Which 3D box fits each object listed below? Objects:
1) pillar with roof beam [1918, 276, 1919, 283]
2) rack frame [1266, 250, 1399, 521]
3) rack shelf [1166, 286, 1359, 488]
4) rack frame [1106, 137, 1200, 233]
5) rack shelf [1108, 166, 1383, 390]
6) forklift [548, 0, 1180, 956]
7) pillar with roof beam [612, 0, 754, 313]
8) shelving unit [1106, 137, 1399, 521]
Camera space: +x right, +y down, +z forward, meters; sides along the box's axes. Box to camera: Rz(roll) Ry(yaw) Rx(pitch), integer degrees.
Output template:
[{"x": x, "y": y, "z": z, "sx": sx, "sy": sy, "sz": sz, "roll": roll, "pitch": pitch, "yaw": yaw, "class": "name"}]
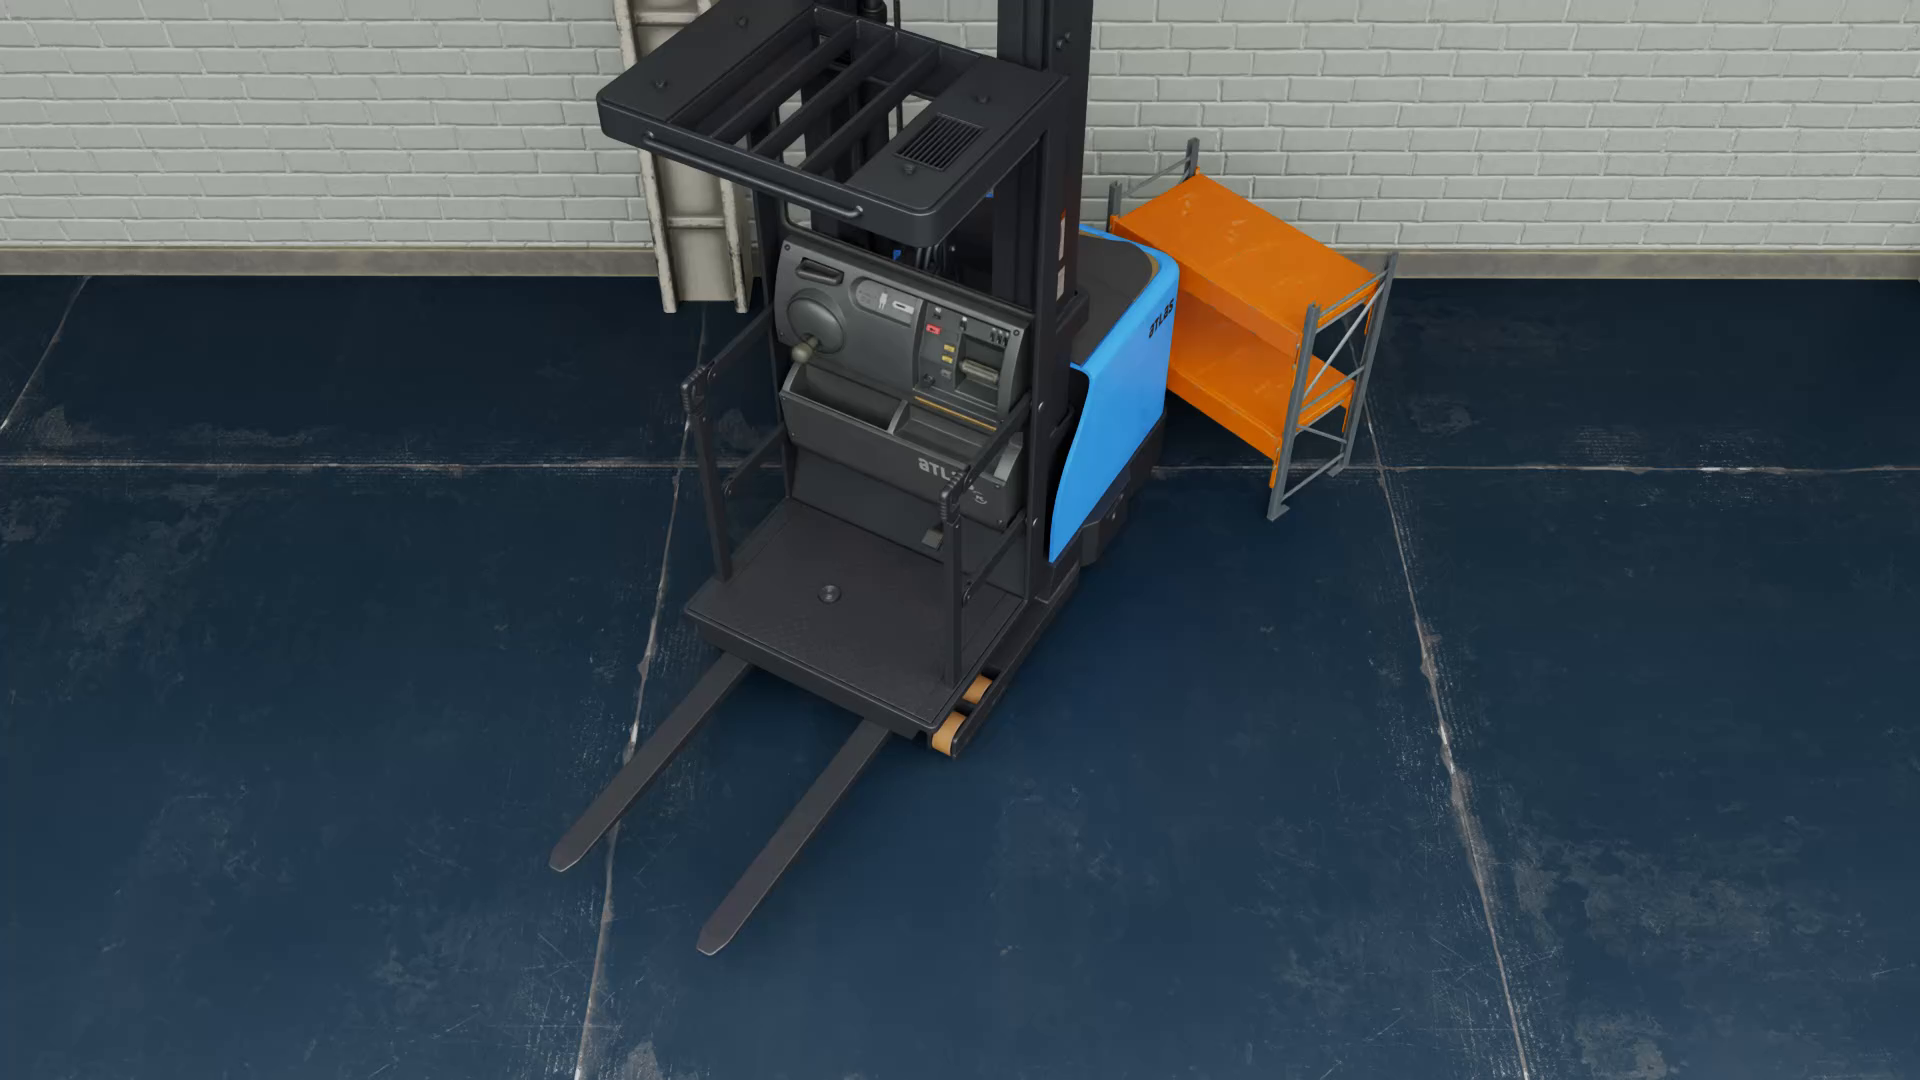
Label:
[{"x": 4.789, "y": -1.082, "z": 1.690, "sx": 0.400, "sy": 9.000, "sz": 9.100, "roll": 0, "pitch": 47, "yaw": 0, "class": "pillar with roof beam"}, {"x": 1.470, "y": -0.591, "z": 6.612, "sx": 0.500, "sy": 1.125, "sz": 0.032, "roll": -33, "pitch": 55, "yaw": -27, "class": "rack frame"}, {"x": 1.130, "y": -0.701, "z": 7.049, "sx": 0.538, "sy": 0.278, "sz": 1.000, "roll": -33, "pitch": 55, "yaw": -27, "class": "rack shelf"}, {"x": 0.790, "y": -1.144, "z": 7.127, "sx": 0.500, "sy": 1.125, "sz": 0.032, "roll": -33, "pitch": 55, "yaw": -27, "class": "rack frame"}, {"x": 1.130, "y": -1.067, "z": 6.656, "sx": 0.538, "sy": 0.278, "sz": 1.000, "roll": -33, "pitch": 55, "yaw": -27, "class": "rack shelf"}, {"x": -0.318, "y": -0.601, "z": 5.388, "sx": 1.130, "sy": 2.935, "sz": 3.031, "roll": 23, "pitch": 51, "yaw": 20, "class": "forklift"}, {"x": -1.211, "y": -1.099, "z": 1.706, "sx": 0.400, "sy": 9.000, "sz": 9.100, "roll": 0, "pitch": 47, "yaw": 0, "class": "pillar with roof beam"}, {"x": 1.130, "y": -0.868, "z": 6.870, "sx": 0.538, "sy": 1.125, "sz": 1.048, "roll": -33, "pitch": 55, "yaw": -27, "class": "shelving unit"}]
